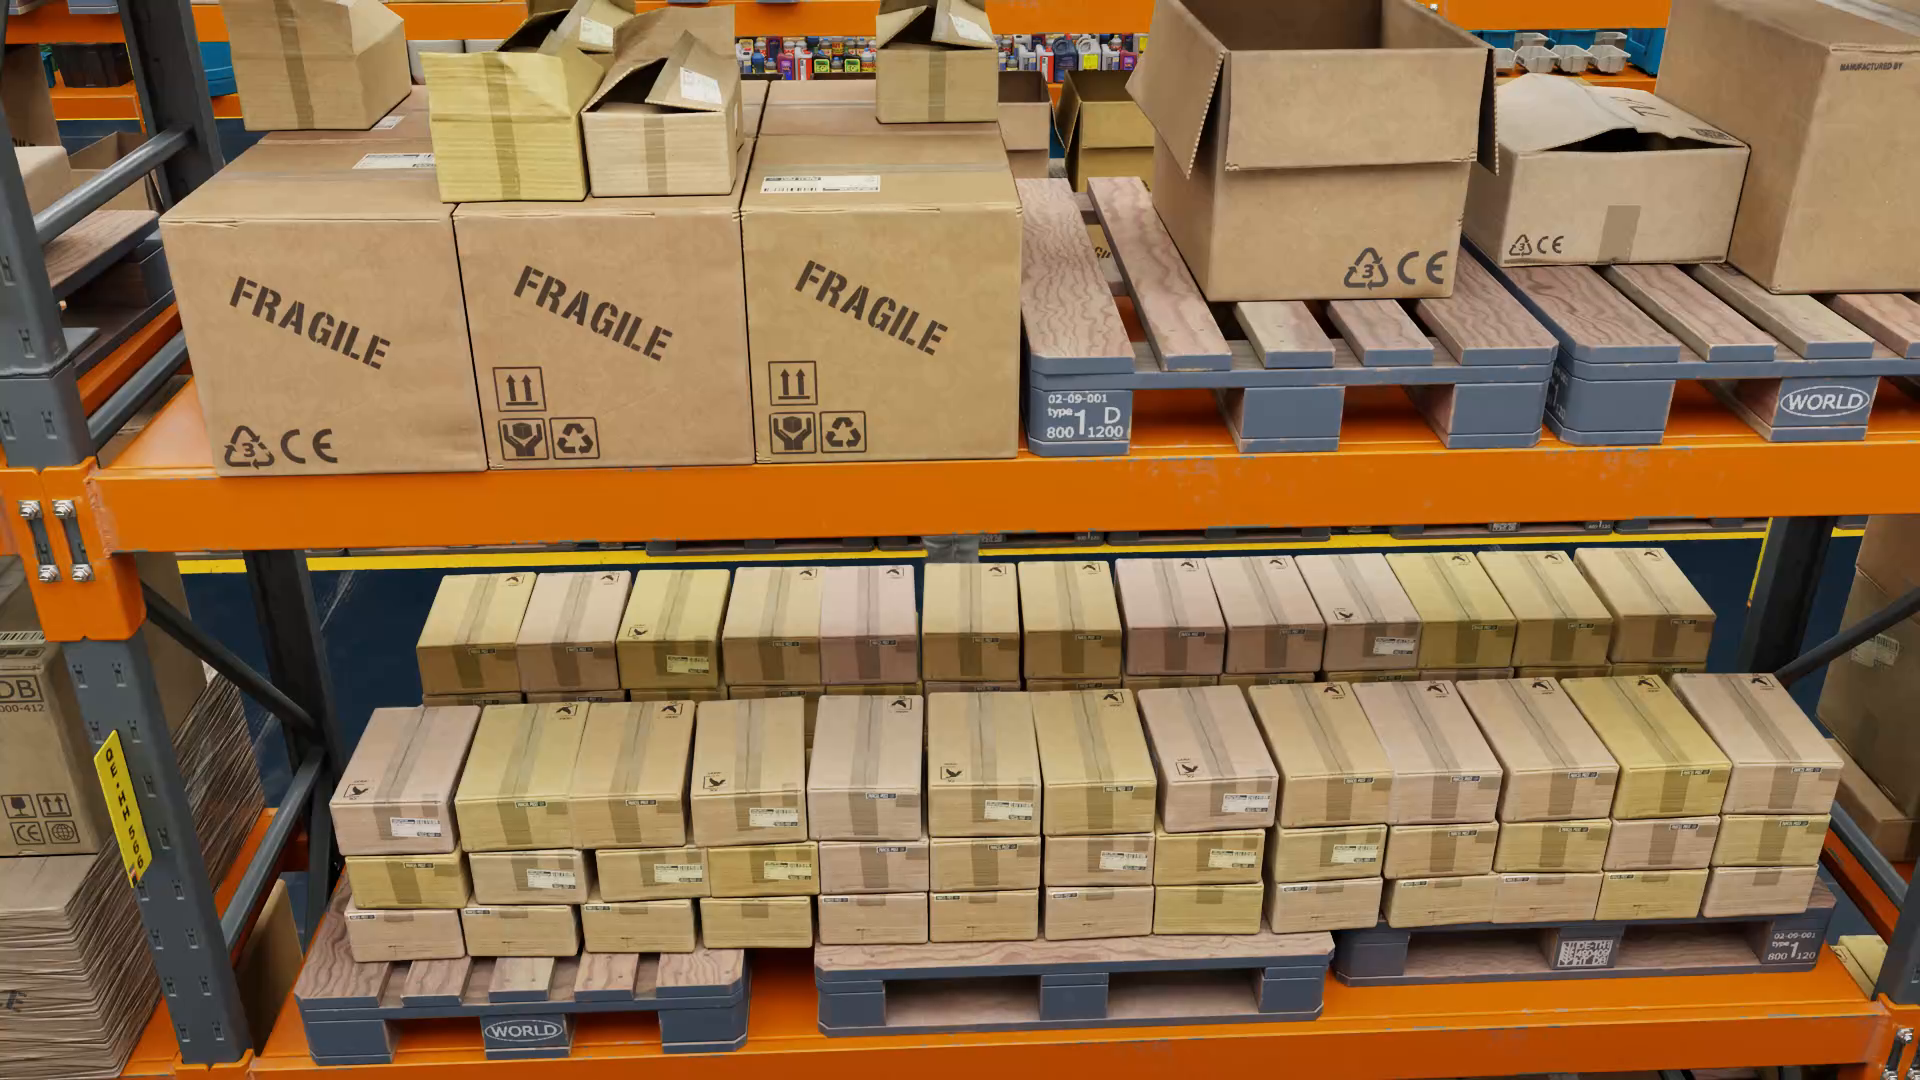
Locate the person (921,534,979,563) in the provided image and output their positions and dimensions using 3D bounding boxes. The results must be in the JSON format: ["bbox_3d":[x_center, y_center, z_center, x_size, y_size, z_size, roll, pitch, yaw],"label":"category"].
[{"bbox_3d":[0.025,-0.182,7.475,0.544,1.662,0.452,-1,28,-2],"label":"person"}]
